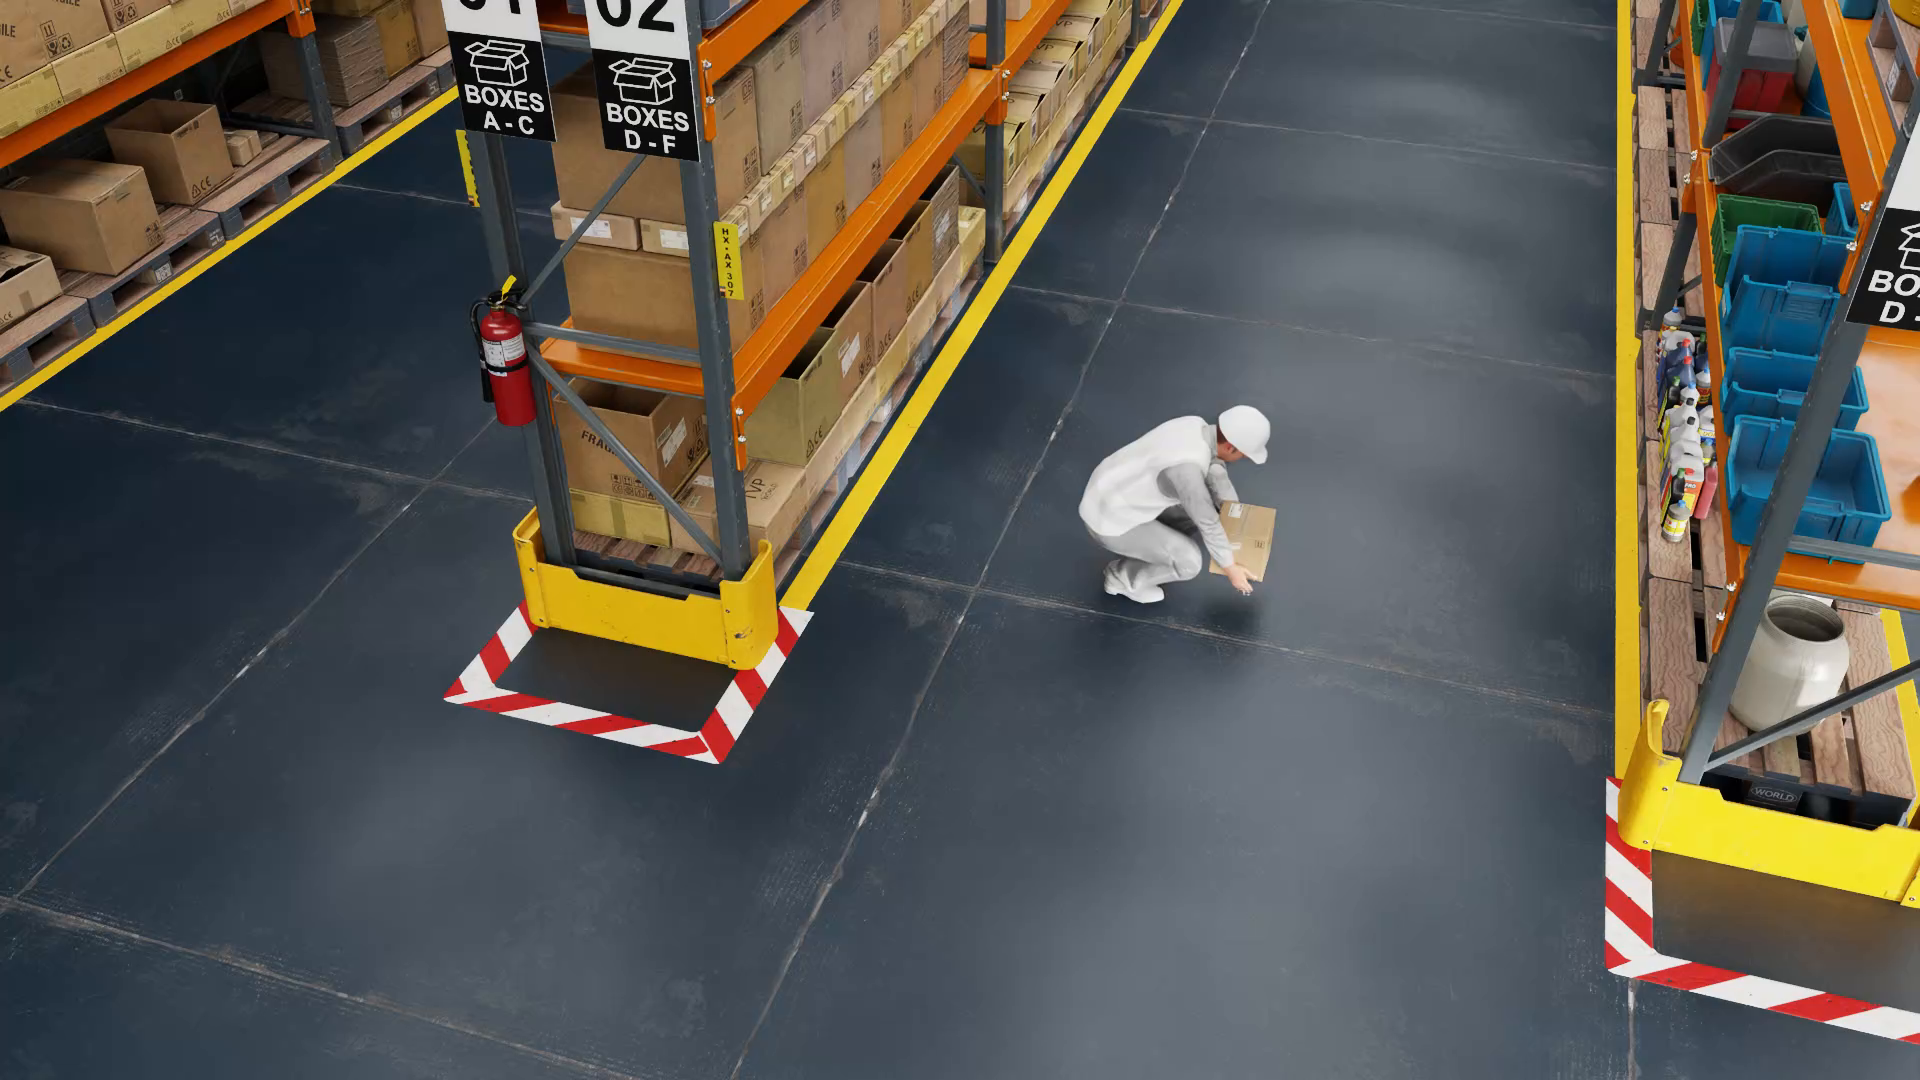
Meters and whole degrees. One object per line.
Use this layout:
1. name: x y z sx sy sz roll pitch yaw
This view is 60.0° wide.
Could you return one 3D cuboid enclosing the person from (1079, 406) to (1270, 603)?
1. person: 1.012 -0.202 7.786 0.871 1.014 0.524 10 38 13
